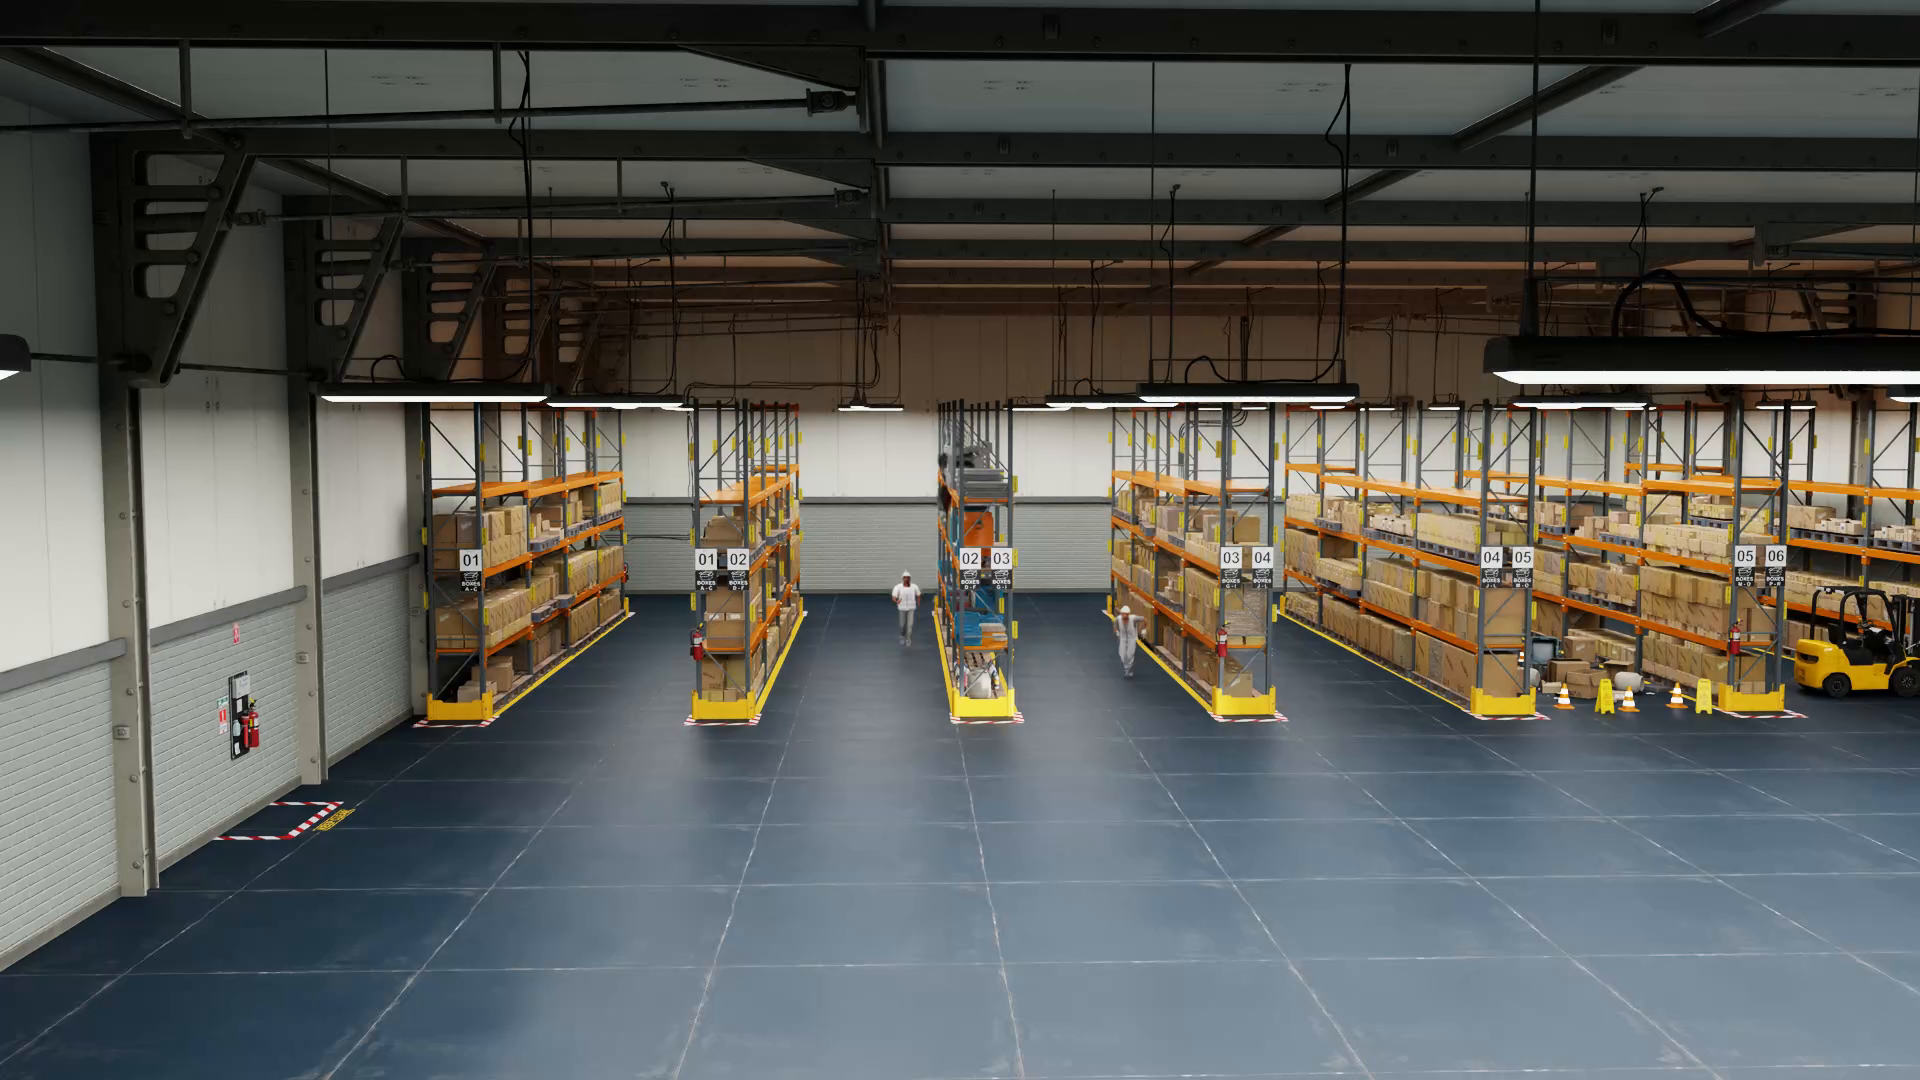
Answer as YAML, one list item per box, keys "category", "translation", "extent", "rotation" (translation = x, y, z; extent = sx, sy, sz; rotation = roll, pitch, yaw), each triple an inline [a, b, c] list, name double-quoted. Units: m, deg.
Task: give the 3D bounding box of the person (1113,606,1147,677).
- category: "person"
  translation: [3.645, 2.195, 35.764]
  extent: [0.704, 1.609, 0.868]
  rotation: [1, 5, 17]

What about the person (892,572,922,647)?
- category: "person"
  translation: [-1.235, 1.621, 38.838]
  extent: [0.714, 1.751, 0.725]
  rotation: [0, 4, -5]
